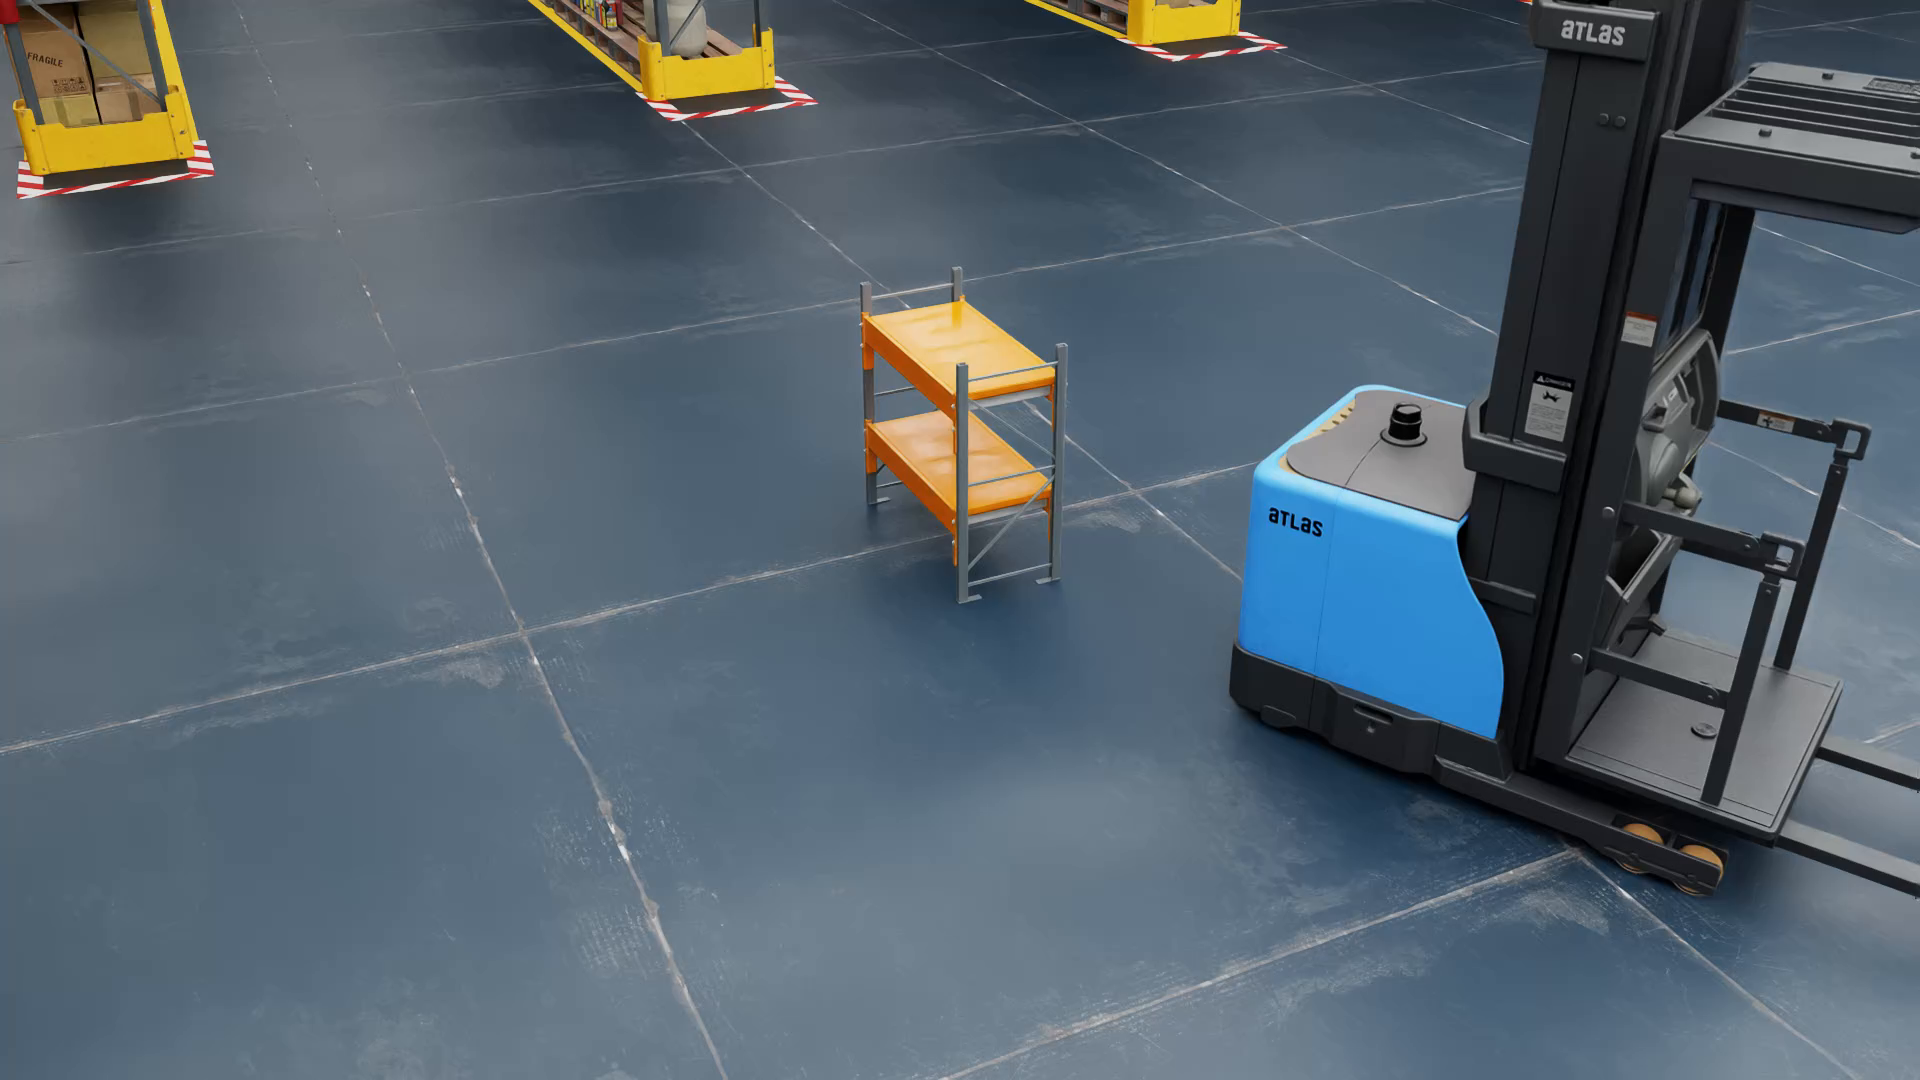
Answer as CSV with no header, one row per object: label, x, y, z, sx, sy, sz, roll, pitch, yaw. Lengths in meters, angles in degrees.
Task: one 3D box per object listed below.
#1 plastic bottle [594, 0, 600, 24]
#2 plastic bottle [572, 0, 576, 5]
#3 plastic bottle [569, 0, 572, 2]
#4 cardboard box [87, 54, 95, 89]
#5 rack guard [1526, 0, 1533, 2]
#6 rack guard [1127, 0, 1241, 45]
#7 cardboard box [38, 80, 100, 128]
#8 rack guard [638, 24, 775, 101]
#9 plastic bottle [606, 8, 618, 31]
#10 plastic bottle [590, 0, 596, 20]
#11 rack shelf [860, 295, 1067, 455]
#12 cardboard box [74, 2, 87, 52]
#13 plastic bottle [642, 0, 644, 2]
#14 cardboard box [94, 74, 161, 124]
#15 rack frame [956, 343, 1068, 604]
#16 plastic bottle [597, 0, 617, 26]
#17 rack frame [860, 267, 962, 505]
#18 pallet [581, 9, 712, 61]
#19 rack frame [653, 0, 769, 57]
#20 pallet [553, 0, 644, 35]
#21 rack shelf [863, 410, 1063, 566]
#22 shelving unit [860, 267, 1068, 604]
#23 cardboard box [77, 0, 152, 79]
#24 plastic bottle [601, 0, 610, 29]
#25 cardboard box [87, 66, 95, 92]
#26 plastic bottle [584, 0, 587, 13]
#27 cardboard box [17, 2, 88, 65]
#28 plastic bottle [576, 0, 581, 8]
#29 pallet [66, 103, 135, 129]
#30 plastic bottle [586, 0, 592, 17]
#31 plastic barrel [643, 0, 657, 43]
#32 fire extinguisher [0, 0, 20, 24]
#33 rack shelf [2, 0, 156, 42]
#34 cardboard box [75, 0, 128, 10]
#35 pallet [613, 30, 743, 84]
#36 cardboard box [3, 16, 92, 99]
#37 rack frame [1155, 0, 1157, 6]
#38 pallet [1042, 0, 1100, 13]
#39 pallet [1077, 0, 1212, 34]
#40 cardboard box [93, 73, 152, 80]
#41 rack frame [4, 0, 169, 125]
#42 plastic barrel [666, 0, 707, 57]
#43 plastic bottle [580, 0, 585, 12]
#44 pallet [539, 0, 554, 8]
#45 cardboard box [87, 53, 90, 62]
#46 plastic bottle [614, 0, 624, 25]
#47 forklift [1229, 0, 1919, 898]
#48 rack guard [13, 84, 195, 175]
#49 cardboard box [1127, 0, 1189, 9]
plastic bottle,-3.508,-5.240,16.363,0.152,0.276,0.135,-14,32,-23
plastic bottle,-3.926,-5.699,17.104,0.144,0.351,0.185,-12,32,-21
plastic bottle,-3.993,-5.740,17.254,0.152,0.276,0.135,-12,31,-20
cardboard box,-7.595,-3.898,14.016,0.500,0.250,0.500,-13,32,-22
rack guard,6.826,-6.275,18.429,1.175,0.500,0.348,-13,32,-22
rack guard,2.260,-5.322,16.730,1.175,0.500,0.348,-13,32,-22
cardboard box,-7.153,-3.459,13.234,0.500,0.250,0.500,-13,32,-22
rack guard,-2.256,-4.272,14.858,1.175,0.500,0.348,-13,32,-22
plastic bottle,-3.365,-5.029,16.064,0.097,0.201,0.097,0,29,0
plastic bottle,-3.583,-5.345,16.474,0.144,0.351,0.185,-12,31,-20
rack shelf,-0.003,-0.749,7.337,0.538,0.278,1.000,-13,32,-22
cardboard box,-7.811,-4.446,14.226,0.500,0.500,0.500,-13,32,-22
plastic bottle,-3.221,-5.629,17.048,0.061,0.283,0.133,-13,32,-22
cardboard box,-6.685,-3.568,13.428,0.500,0.250,0.500,-13,32,-22
rack frame,0.215,-0.269,7.080,0.500,1.125,0.032,-13,32,-22
plastic bottle,-3.448,-5.179,16.254,0.152,0.276,0.135,-13,32,-22
rack frame,-0.221,-0.718,7.881,0.500,1.125,0.032,-13,32,-22
pallet,-3.119,-5.044,16.530,1.003,0.211,1.213,-13,32,-22
rack frame,-2.181,-5.339,14.204,1.000,3.000,0.127,-13,32,-22
pallet,-3.647,-5.584,17.492,1.003,0.211,1.213,-13,32,-22
rack shelf,-0.003,-0.280,7.600,0.538,0.278,1.000,-13,32,-22
shelving unit,-0.003,-0.494,7.480,0.538,1.125,1.048,-13,32,-22
cardboard box,-6.901,-4.115,13.638,0.500,0.500,0.500,-13,32,-22
plastic bottle,-3.432,-5.113,16.129,0.061,0.283,0.133,-12,32,-21
cardboard box,-7.378,-3.677,13.623,0.500,0.250,0.500,-13,32,-22
plastic bottle,-3.745,-5.420,16.760,0.097,0.201,0.097,0,29,0
cardboard box,-7.597,-4.224,13.832,0.500,0.500,0.500,-13,32,-22
plastic bottle,-3.845,-5.615,16.955,0.144,0.351,0.185,-15,32,-24
pallet,-7.022,-3.413,13.621,1.003,0.211,1.213,-13,32,-22
plastic bottle,-3.662,-5.427,16.621,0.144,0.351,0.185,-13,32,-22
plastic barrel,-2.747,-4.933,15.595,0.421,0.512,0.421,0,29,0
fire extinguisher,-7.025,-4.117,12.104,0.296,0.674,0.183,-13,32,-22
rack shelf,-7.514,-4.870,14.104,1.077,0.370,4.000,-13,32,-22
cardboard box,-7.128,-4.334,14.027,0.500,0.500,0.500,-13,32,-22
pallet,-2.600,-4.506,15.570,1.003,0.211,1.213,-13,32,-22
cardboard box,-7.155,-3.786,13.050,0.500,0.500,0.500,-13,32,-22
rack frame,2.293,-6.379,16.059,1.000,3.000,0.127,-13,32,-22
pallet,1.424,-6.101,18.414,1.003,0.211,1.213,-13,32,-22
pallet,1.943,-5.562,17.454,1.003,0.211,1.213,-13,32,-22
cardboard box,-6.903,-3.788,13.820,0.500,0.250,0.500,-13,32,-22
rack frame,-6.656,-4.300,12.352,1.000,3.000,0.127,-13,32,-22
plastic barrel,-2.532,-4.712,15.200,0.421,0.512,0.421,0,29,0
plastic bottle,-3.812,-5.504,16.826,0.061,0.283,0.133,-12,31,-20
pallet,-4.270,-6.228,18.641,1.003,0.211,1.213,-13,32,-22
cardboard box,-7.808,-4.119,14.411,0.500,0.250,0.500,-13,32,-22
plastic bottle,-3.352,-5.205,16.293,0.061,0.283,0.133,-13,32,-22
forklift,2.548,-0.375,5.422,3.031,2.935,1.130,20,35,31
rack guard,-6.645,-3.200,12.945,1.175,0.500,0.348,-13,32,-22
cardboard box,2.040,-5.751,17.066,0.500,0.500,0.500,-7,30,-13
